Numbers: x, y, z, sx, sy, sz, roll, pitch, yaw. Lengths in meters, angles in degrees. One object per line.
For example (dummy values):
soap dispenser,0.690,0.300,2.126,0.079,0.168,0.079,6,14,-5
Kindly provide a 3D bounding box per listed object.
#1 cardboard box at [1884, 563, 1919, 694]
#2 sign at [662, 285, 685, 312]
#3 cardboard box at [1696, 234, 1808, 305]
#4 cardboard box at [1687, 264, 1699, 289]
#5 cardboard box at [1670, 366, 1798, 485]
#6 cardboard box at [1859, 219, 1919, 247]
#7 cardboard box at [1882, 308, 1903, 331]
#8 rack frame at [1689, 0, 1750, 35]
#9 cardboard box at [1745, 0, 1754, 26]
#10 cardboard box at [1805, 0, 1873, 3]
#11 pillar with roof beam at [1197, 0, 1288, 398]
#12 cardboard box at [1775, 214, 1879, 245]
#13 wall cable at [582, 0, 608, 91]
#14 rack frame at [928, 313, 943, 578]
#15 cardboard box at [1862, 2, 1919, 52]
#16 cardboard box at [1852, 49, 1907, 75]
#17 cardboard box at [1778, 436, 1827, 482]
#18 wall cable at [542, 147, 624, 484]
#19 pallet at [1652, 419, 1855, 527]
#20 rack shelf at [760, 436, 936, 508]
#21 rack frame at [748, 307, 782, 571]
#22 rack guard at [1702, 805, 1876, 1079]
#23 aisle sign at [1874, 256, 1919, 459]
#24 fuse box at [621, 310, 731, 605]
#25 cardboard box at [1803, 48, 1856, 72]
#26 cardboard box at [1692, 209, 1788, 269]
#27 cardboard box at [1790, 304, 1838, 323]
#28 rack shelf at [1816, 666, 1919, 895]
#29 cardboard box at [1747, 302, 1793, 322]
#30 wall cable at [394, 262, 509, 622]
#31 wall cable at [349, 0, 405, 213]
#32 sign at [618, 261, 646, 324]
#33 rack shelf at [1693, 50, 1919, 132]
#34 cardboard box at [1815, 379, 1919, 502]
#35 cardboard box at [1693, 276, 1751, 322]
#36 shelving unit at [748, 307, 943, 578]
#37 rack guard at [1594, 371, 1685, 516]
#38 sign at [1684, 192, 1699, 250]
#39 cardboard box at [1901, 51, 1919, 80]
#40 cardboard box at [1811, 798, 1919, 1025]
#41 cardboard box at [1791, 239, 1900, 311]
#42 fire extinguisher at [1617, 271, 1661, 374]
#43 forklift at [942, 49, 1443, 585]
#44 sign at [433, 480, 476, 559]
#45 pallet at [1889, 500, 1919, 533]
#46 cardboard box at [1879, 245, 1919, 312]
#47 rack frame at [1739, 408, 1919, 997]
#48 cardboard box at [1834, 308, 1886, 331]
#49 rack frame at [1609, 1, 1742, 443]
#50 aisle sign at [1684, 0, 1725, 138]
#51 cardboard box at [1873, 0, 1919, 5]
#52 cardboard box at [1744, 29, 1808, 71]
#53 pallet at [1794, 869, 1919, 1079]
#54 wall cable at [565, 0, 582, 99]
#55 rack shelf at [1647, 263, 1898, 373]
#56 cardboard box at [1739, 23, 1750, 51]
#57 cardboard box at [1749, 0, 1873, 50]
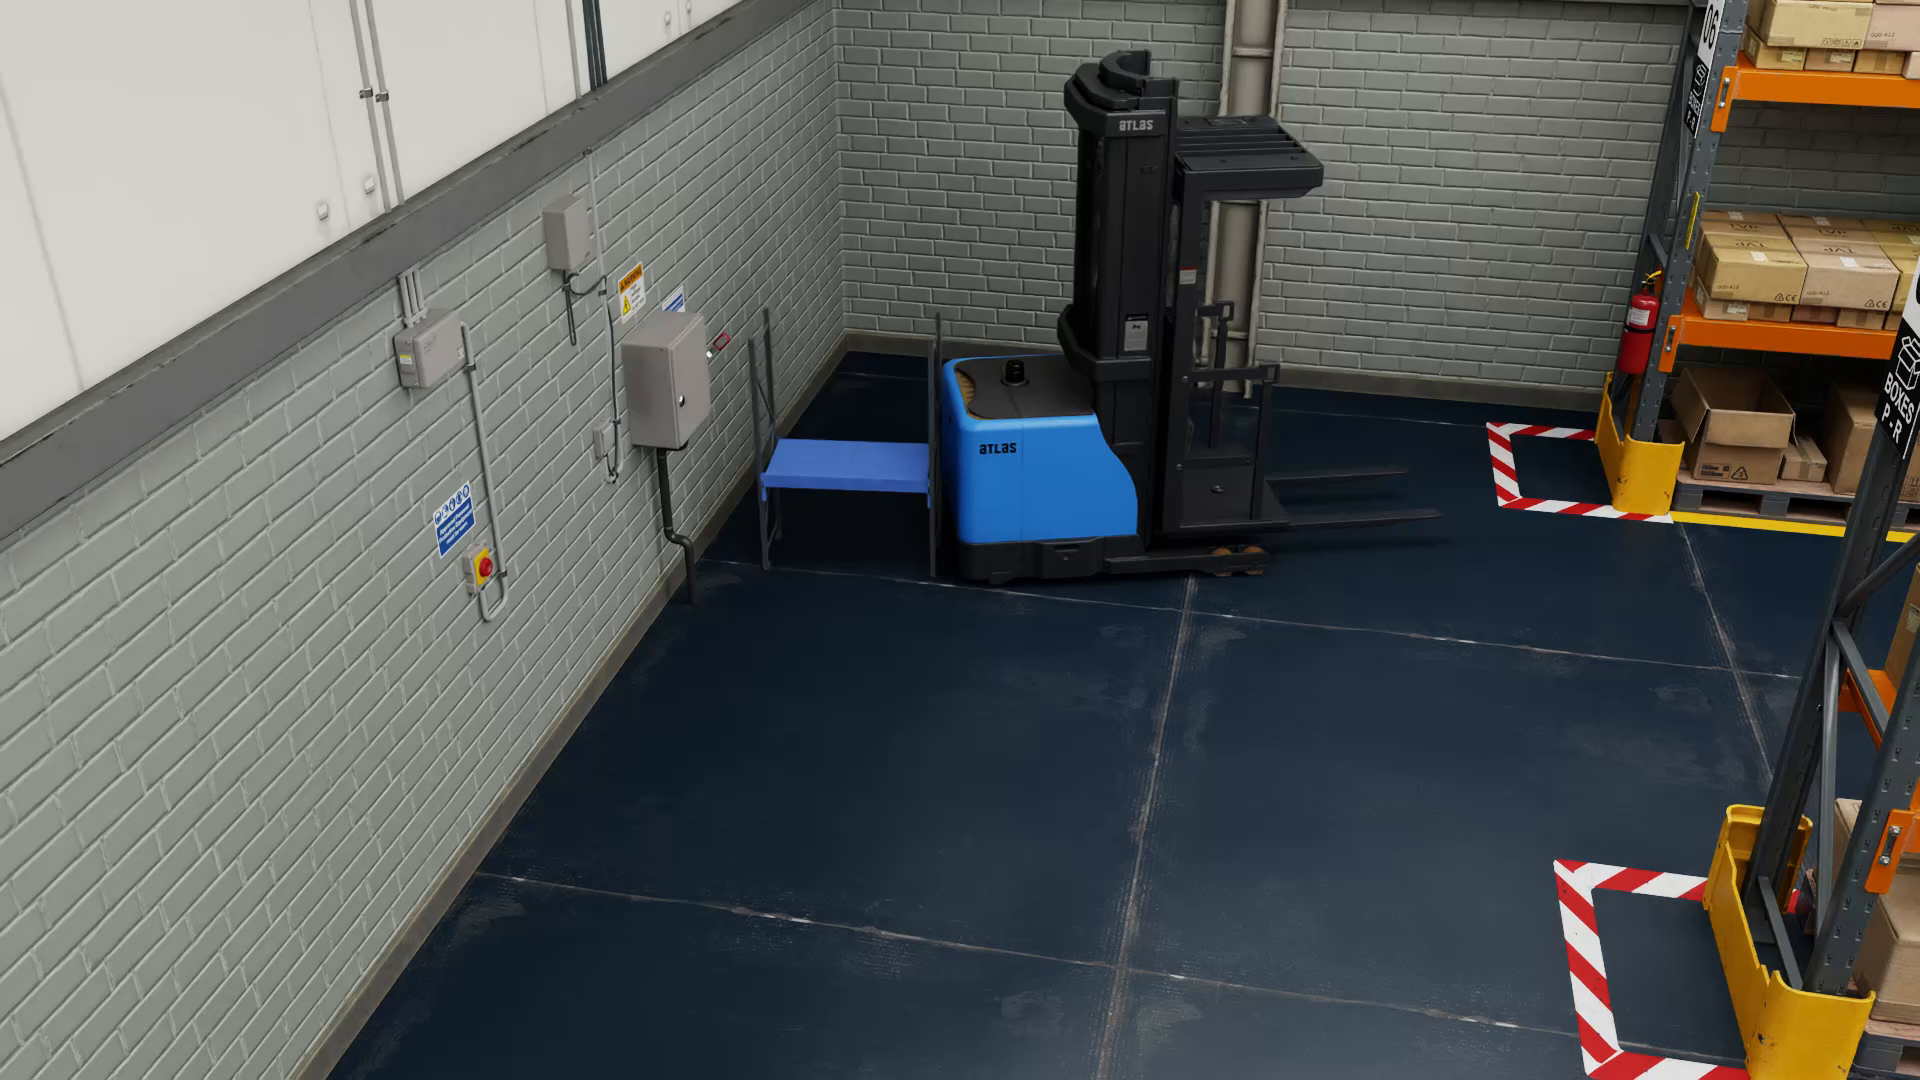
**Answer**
cardboard box,3.937,0.447,6.368,0.500,0.500,0.500,6,29,11
sign,-1.627,-1.171,9.526,0.001,0.494,0.329,6,29,11
cardboard box,4.831,-1.657,10.162,0.500,0.250,0.500,6,29,11
cardboard box,4.823,-1.747,10.742,0.250,0.149,0.380,6,29,10
cardboard box,5.021,-0.748,10.817,0.637,0.503,0.797,5,29,9
cardboard box,5.936,-1.804,10.430,0.500,0.250,0.500,7,29,12
cardboard box,5.725,-1.401,10.109,0.250,0.149,0.380,6,29,11
rack frame,4.443,-4.396,9.071,0.127,3.000,1.000,6,29,11
cardboard box,4.935,-3.228,9.908,0.500,0.250,0.500,5,29,10
cardboard box,4.825,-3.202,9.340,0.500,0.250,0.500,6,29,10
pillar with roof beam,1.095,-3.068,6.646,0.400,9.000,9.100,6,29,11
cardboard box,5.452,-1.856,10.525,0.500,0.250,0.500,6,29,11
wall cable,-1.433,-4.177,8.631,0.133,3.039,2.988,6,29,11
rack frame,-0.145,-0.551,9.857,0.032,1.500,0.500,2,29,4
cardboard box,5.321,-2.931,9.365,0.500,0.250,0.500,6,29,12
cardboard box,5.215,-2.781,9.507,0.250,0.149,0.380,6,29,11
cardboard box,5.429,-0.532,10.791,0.250,0.149,0.380,5,29,9
wall cable,-1.824,-1.101,8.241,0.122,1.984,0.588,6,29,11
pallet,5.297,-0.454,11.023,1.213,0.211,1.003,6,29,11
rack shelf,-0.652,-0.413,9.980,1.000,0.185,0.538,2,29,4
rack frame,-1.158,-0.591,9.929,0.032,1.500,0.500,2,29,4
rack guard,3.387,1.661,6.858,0.348,0.500,1.175,6,29,11
aisle sign,3.405,-0.726,5.908,0.004,0.787,0.394,6,29,11
fuse box,-1.528,-0.395,9.351,0.414,1.711,0.539,6,29,11
cardboard box,4.968,-2.815,9.569,0.250,0.149,0.380,6,29,11
cardboard box,4.948,-1.908,10.620,0.500,0.250,0.500,7,29,12
cardboard box,5.230,-1.479,10.252,0.250,0.149,0.380,5,29,10
rack shelf,5.366,1.083,6.060,4.000,0.370,1.077,6,29,11
cardboard box,4.966,-1.489,10.270,0.250,0.149,0.380,7,29,12
wall cable,-2.109,-0.447,7.015,0.123,1.953,0.585,6,29,11
wall cable,-2.211,-2.503,5.613,0.029,3.000,0.463,6,29,11
sign,-1.742,-1.317,8.834,0.001,0.242,0.339,6,29,11
rack shelf,6.399,-2.564,9.598,4.000,0.370,1.077,6,29,11
cardboard box,5.849,-0.643,10.628,0.500,0.500,0.700,7,29,13
cardboard box,4.707,-1.493,10.277,0.250,0.149,0.380,6,29,10
shelving unit,-0.652,-0.571,9.893,1.048,1.500,0.538,2,29,4
rack guard,4.517,-0.661,11.098,0.348,0.500,1.175,6,29,11
sign,4.330,-1.890,9.839,0.005,0.325,0.100,6,29,11
cardboard box,5.438,-2.708,9.373,0.250,0.149,0.380,6,29,12
cardboard box,4.077,1.525,6.733,0.875,0.438,0.875,5,29,9
cardboard box,5.324,-1.607,10.070,0.500,0.250,0.500,6,29,11
fire extinguisher,4.203,-1.365,10.251,0.183,0.674,0.296,6,29,11
forklift,1.431,-1.315,9.762,3.031,2.935,1.130,-3,29,-6
sign,-2.179,-0.090,7.171,0.001,0.218,0.327,6,29,11
pallet,6.487,-0.331,10.797,1.213,0.211,1.003,6,29,11
cardboard box,5.820,-1.558,9.980,0.500,0.250,0.500,5,29,10
rack frame,3.410,0.567,6.253,0.127,3.000,1.000,6,29,11
cardboard box,5.464,-1.425,10.153,0.250,0.149,0.380,7,29,12
rack frame,4.443,-1.765,10.512,0.127,3.000,1.000,6,29,11
aisle sign,4.315,-2.774,9.648,0.004,0.787,0.394,6,29,11
cardboard box,5.318,-3.142,9.230,0.500,0.250,0.500,6,29,10
cardboard box,4.706,-2.829,9.594,0.250,0.149,0.380,6,29,12
pallet,4.208,1.833,6.844,1.213,0.211,1.003,6,29,11
wall cable,-2.052,-2.856,6.258,0.029,3.000,2.355,6,29,11
rack shelf,6.399,-1.249,10.318,4.000,0.370,1.077,6,29,11
cardboard box,4.804,-3.047,9.992,0.250,0.149,0.380,7,29,12
cardboard box,4.820,-2.972,9.441,0.500,0.250,0.500,6,29,10
